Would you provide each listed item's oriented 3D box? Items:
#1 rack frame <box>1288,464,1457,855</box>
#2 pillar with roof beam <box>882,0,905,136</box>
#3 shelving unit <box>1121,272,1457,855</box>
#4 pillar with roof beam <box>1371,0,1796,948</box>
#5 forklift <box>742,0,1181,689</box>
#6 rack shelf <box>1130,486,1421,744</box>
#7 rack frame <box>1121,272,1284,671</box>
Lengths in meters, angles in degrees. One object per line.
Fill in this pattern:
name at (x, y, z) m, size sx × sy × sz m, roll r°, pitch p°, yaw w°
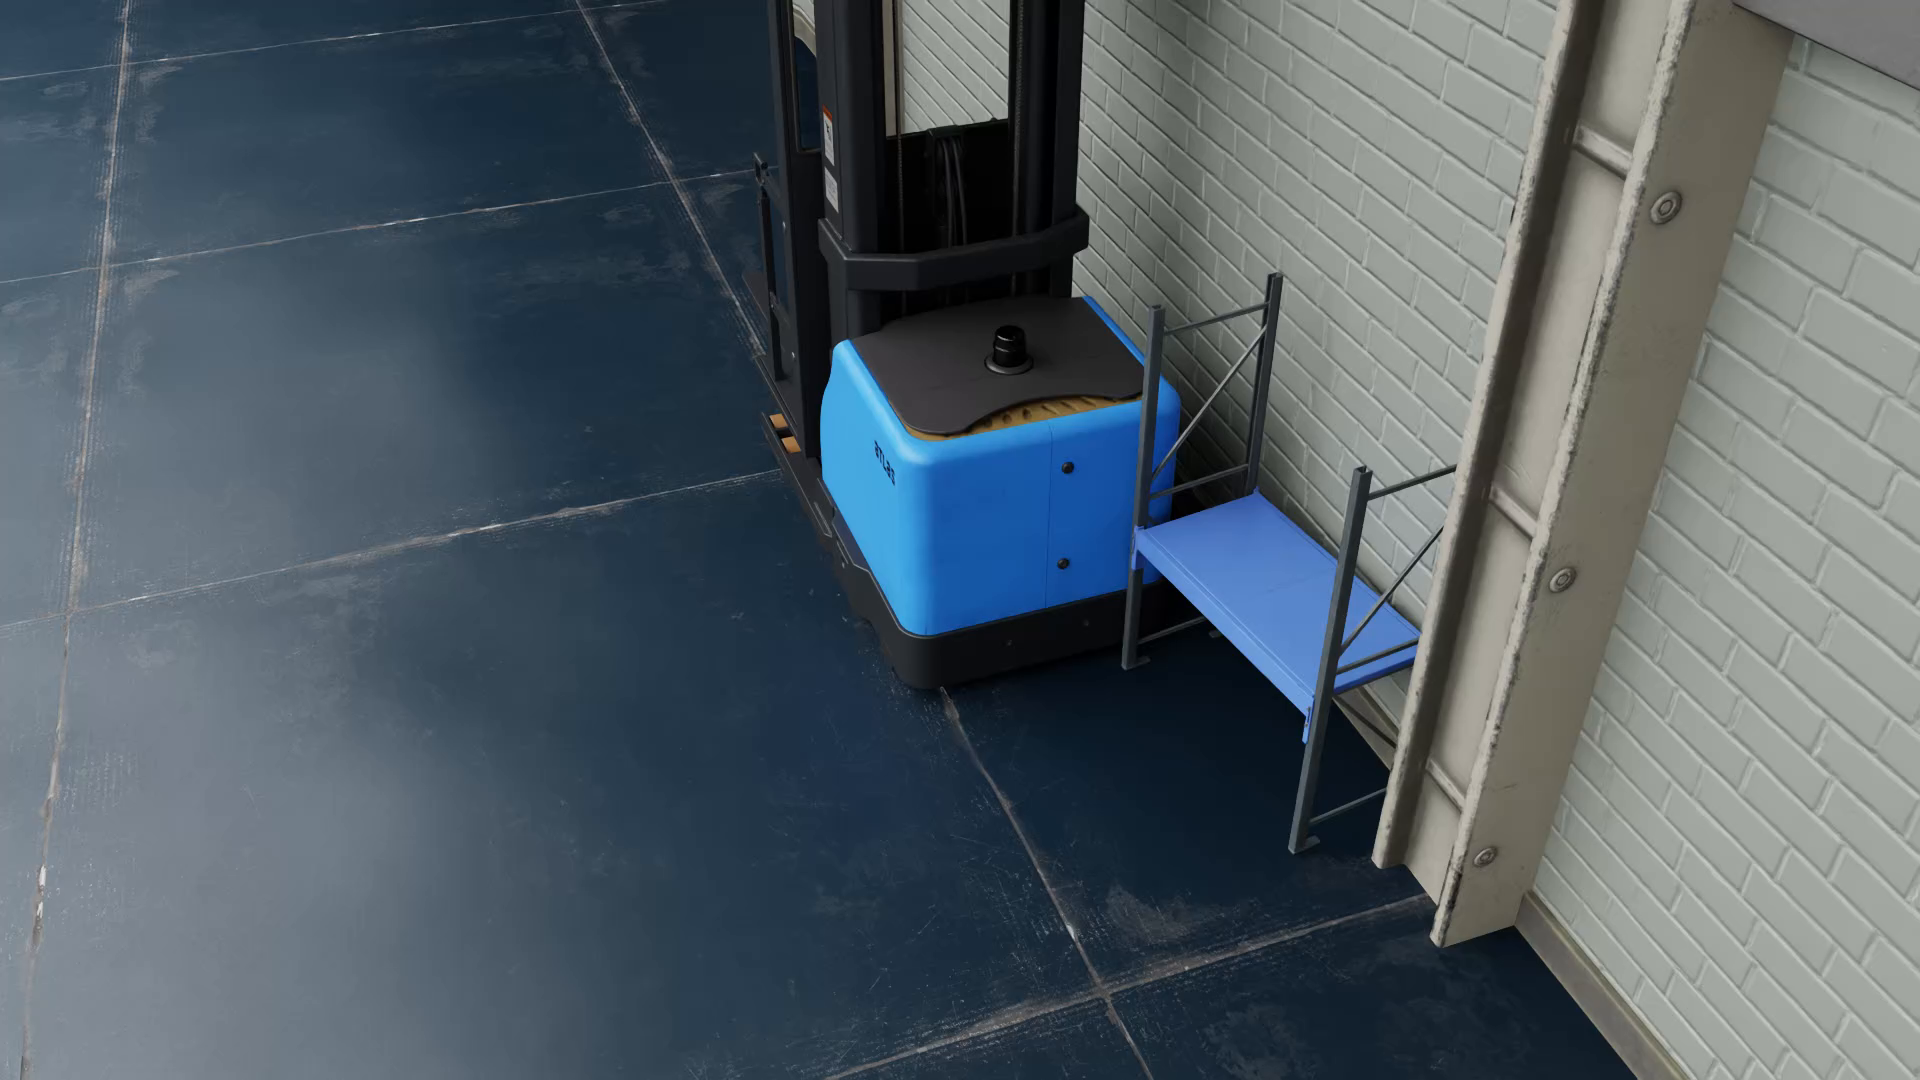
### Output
rack frame at (1.296, 0.345, 5.046) m, size 0.500 × 1.500 × 0.032 m, roll -18°, pitch 40°, yaw -22°
pillar with roof beam at (-4.565, -4.986, 5.890) m, size 9.100 × 9.000 × 0.400 m, roll -12°, pitch 39°, yaw -16°
shelving unit at (1.059, 0.074, 5.405) m, size 0.538 × 1.500 × 1.048 m, roll -18°, pitch 40°, yaw -22°
pillar with roof beam at (-2.500, -1.596, 1.390) m, size 9.100 × 9.000 × 0.400 m, roll -12°, pitch 39°, yaw -16°
forklift at (-0.220, -1.526, 6.340) m, size 1.130 × 2.935 × 3.031 m, roll -13°, pitch 39°, yaw -16°
rack shelf at (1.059, 0.218, 5.514) m, size 0.538 × 0.185 × 1.000 m, roll -18°, pitch 40°, yaw -22°
rack frame at (0.823, -0.197, 5.765) m, size 0.500 × 1.500 × 0.032 m, roll -18°, pitch 40°, yaw -22°
